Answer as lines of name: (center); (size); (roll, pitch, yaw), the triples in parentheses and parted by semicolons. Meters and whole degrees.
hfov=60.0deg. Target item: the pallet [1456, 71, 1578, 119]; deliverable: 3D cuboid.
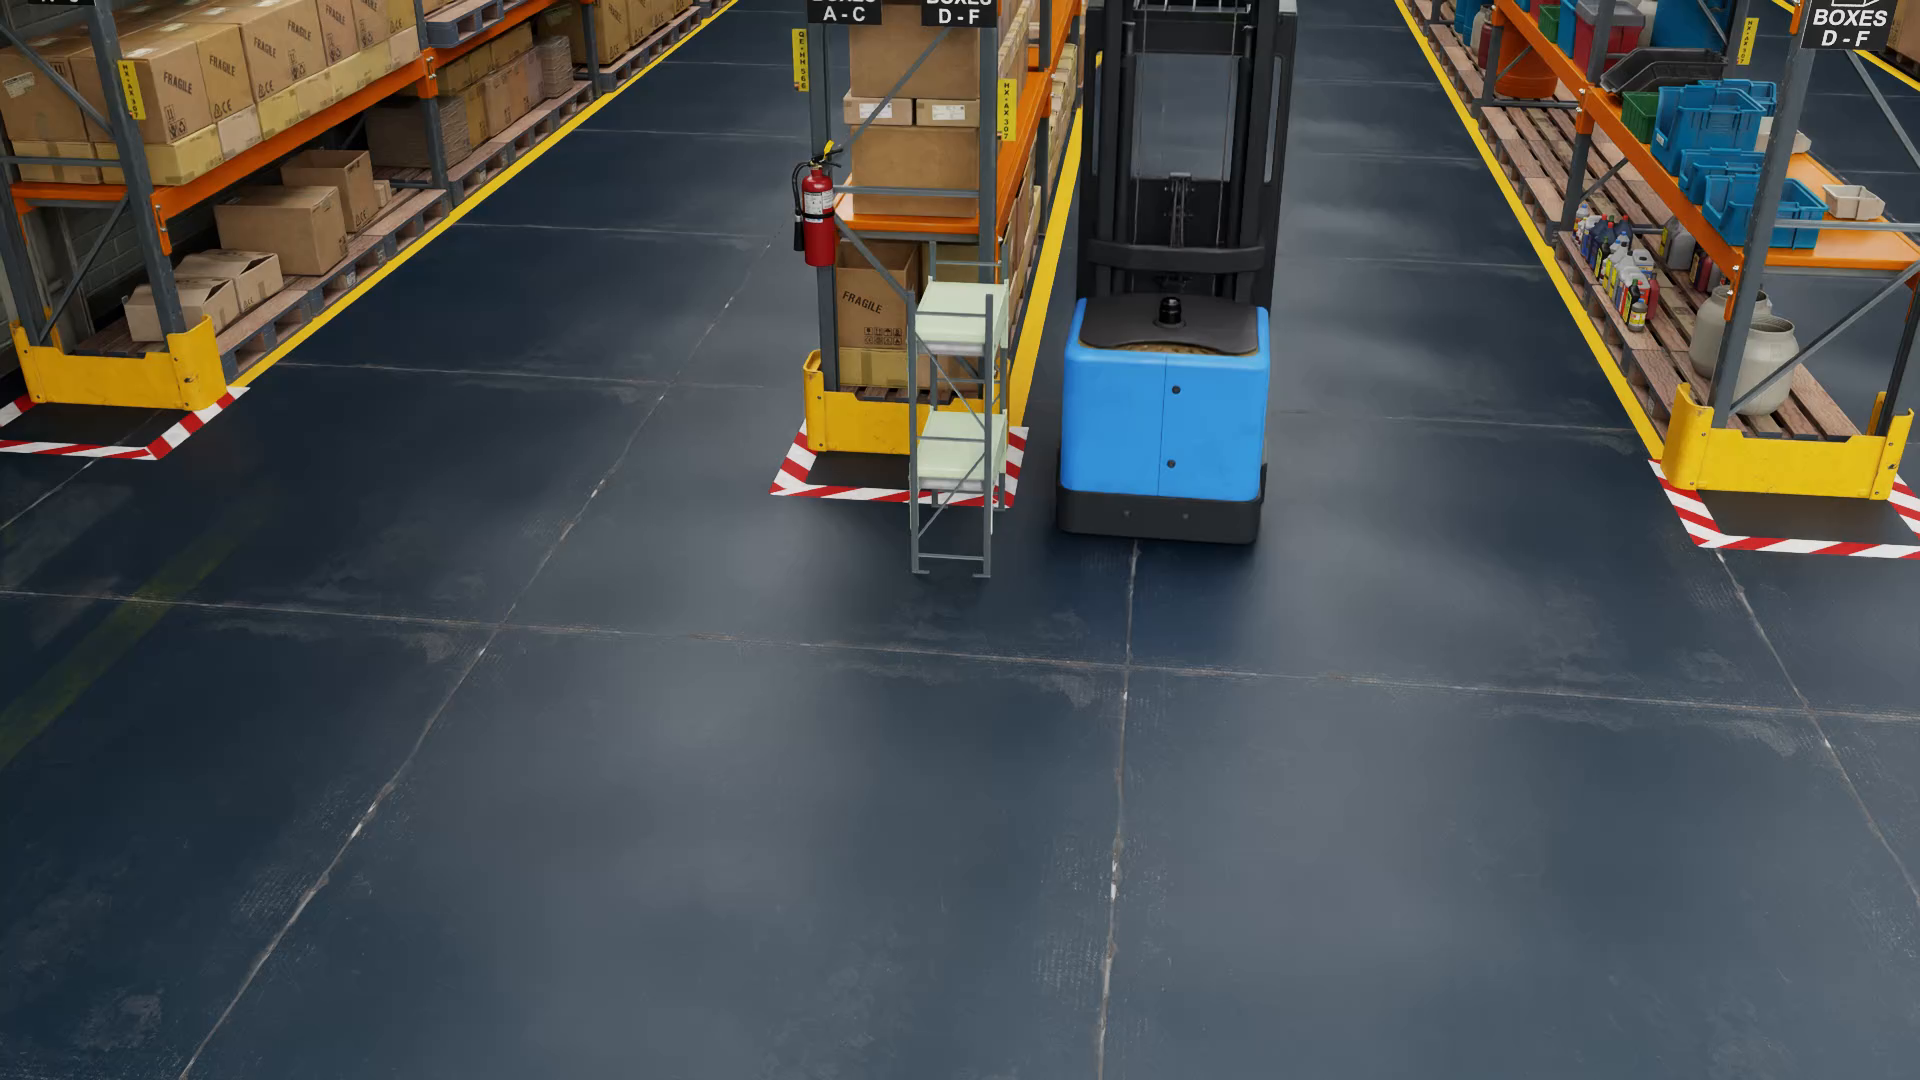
pallet: (5.650, -4.526, 16.929); (1.003, 0.211, 1.213); (3, 28, 6)

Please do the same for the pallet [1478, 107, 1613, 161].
pallet: (5.461, -3.790, 15.562); (1.003, 0.211, 1.213); (3, 28, 6)

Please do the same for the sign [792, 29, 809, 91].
sign: (-0.838, -2.556, 8.861); (0.100, 0.325, 0.005); (3, 28, 6)

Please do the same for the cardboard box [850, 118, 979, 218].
cardboard box: (-0.231, -2.167, 9.504); (0.700, 0.500, 0.500); (3, 28, 6)

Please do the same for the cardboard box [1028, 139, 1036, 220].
cardboard box: (0.276, -2.626, 12.127); (0.500, 0.500, 0.500); (3, 28, 6)

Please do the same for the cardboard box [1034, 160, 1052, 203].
cardboard box: (0.484, -2.937, 13.495); (0.500, 0.250, 0.500); (3, 28, 5)

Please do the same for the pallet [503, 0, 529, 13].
pallet: (-4.440, -4.937, 14.954); (1.003, 0.211, 1.213); (3, 28, 6)

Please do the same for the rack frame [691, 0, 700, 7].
rack frame: (-3.748, -7.839, 20.137); (1.000, 3.000, 0.127); (3, 28, 6)

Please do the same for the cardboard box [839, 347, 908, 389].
cardboard box: (-0.529, -1.148, 10.174); (0.500, 0.250, 0.500); (3, 28, 6)

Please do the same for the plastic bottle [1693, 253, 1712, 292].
plastic bottle: (5.119, -1.862, 11.445); (0.061, 0.283, 0.133); (3, 28, 6)

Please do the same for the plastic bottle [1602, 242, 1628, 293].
plastic bottle: (4.519, -1.880, 11.406); (0.144, 0.351, 0.185); (3, 28, 6)

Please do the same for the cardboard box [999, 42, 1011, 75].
cardboard box: (0.116, -3.012, 10.389); (0.380, 0.149, 0.250); (3, 28, 6)

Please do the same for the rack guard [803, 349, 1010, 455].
rack guard: (-0.304, -0.792, 9.693); (1.175, 0.500, 0.348); (3, 28, 6)

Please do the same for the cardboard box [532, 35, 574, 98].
cardboard box: (-4.274, -4.707, 16.496); (0.700, 0.500, 0.500); (4, 29, 7)

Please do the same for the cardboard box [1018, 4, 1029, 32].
cardboard box: (0.275, -3.613, 11.504); (0.380, 0.149, 0.250); (3, 28, 6)

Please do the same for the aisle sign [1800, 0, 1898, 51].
aisle sign: (4.311, -2.742, 7.936); (0.394, 0.787, 0.004); (3, 28, 6)

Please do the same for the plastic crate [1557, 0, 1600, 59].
plastic crate: (4.931, -4.028, 13.080); (0.392, 0.384, 0.575); (3, 28, 6)

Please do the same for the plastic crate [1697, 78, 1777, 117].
plastic crate: (5.238, -2.895, 11.118); (0.499, 0.251, 0.616); (3, 28, 6)

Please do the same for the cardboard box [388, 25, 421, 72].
cardboard box: (-4.485, -3.775, 12.732); (0.500, 0.250, 0.500); (3, 29, 6)

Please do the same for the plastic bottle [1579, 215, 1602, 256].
plastic bottle: (4.618, -2.213, 12.104); (0.152, 0.276, 0.135); (4, 29, 8)

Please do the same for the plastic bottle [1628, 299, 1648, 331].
plastic bottle: (4.404, -1.466, 10.795); (0.097, 0.201, 0.097); (0, 28, 0)

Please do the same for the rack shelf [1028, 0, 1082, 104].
rack shelf: (0.434, -4.412, 14.535); (1.077, 0.370, 4.000); (3, 28, 6)

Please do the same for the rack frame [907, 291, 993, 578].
rack frame: (-0.046, -0.485, 8.069); (0.400, 1.500, 0.023); (3, 28, 6)

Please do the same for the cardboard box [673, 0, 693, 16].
cardboard box: (-3.698, -6.764, 19.966); (0.750, 0.750, 0.750); (4, 29, 7)

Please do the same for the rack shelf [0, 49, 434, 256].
rack shelf: (-4.973, -2.815, 11.571); (1.077, 0.370, 4.000); (3, 28, 6)

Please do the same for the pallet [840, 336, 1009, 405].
pallet: (-0.249, -1.039, 10.456); (1.003, 0.211, 1.213); (3, 28, 6)

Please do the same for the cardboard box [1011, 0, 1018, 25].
cardboard box: (0.018, -3.719, 11.018); (0.700, 0.500, 0.500); (3, 28, 6)

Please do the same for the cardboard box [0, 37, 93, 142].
cardboard box: (-5.371, -2.697, 9.940); (0.500, 0.500, 0.500); (3, 28, 6)

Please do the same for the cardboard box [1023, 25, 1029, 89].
cardboard box: (0.141, -3.622, 12.204); (0.700, 0.500, 0.500); (3, 28, 5)

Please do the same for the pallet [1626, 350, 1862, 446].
pallet: (4.682, -0.807, 10.026); (1.003, 0.211, 1.213); (3, 28, 6)

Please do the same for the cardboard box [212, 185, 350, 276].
cardboard box: (-4.835, -2.215, 11.870); (0.700, 0.500, 0.500); (2, 28, 3)

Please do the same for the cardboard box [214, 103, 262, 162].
cardboard box: (-4.794, -2.589, 10.531); (0.500, 0.250, 0.500); (2, 28, 5)

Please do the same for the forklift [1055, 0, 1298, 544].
forklift: (1.229, -1.946, 9.271); (1.130, 2.935, 3.031); (4, 29, 7)

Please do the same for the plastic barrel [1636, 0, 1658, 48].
plastic barrel: (5.439, -3.995, 12.859); (0.433, 0.535, 0.433); (0, 28, 0)

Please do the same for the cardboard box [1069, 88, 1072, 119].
cardboard box: (0.797, -4.139, 15.727); (0.500, 0.250, 0.500); (3, 28, 6)

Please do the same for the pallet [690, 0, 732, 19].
pallet: (-3.577, -6.964, 21.455); (1.003, 0.211, 1.213); (3, 28, 6)

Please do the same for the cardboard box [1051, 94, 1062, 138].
cardboard box: (0.616, -3.667, 14.259); (0.500, 0.311, 0.500); (2, 28, 5)

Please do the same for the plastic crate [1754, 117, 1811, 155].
plastic crate: (5.157, -2.602, 10.695); (0.530, 0.136, 0.437); (3, 28, 6)

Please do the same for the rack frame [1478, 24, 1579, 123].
rack frame: (5.595, -5.380, 15.574); (1.000, 3.000, 0.127); (3, 28, 6)

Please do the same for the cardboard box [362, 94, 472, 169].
cardboard box: (-4.654, -3.514, 14.281); (0.700, 0.500, 0.500); (4, 29, 8)

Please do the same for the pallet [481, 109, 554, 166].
pallet: (-4.487, -3.788, 15.558); (1.003, 0.211, 1.213); (3, 28, 6)

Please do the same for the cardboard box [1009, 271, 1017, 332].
cardboard box: (0.105, -1.589, 10.993); (0.500, 0.250, 0.500); (3, 28, 6)

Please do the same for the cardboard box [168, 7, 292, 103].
cardboard box: (-4.721, -3.145, 10.772); (0.500, 0.500, 0.500); (2, 28, 5)

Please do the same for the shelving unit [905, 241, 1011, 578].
shelving unit: (-0.001, -0.657, 8.388); (0.431, 1.500, 0.755); (3, 28, 6)

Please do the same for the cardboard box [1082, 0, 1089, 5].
cardboard box: (1.202, -5.689, 18.319); (0.500, 0.500, 0.500); (2, 28, 4)

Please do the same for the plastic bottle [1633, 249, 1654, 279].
plastic bottle: (4.669, -1.850, 11.430); (0.152, 0.276, 0.135); (3, 28, 6)

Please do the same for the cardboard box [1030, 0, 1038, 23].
cardboard box: (0.364, -4.439, 13.722); (0.500, 0.500, 0.500); (5, 29, 10)
